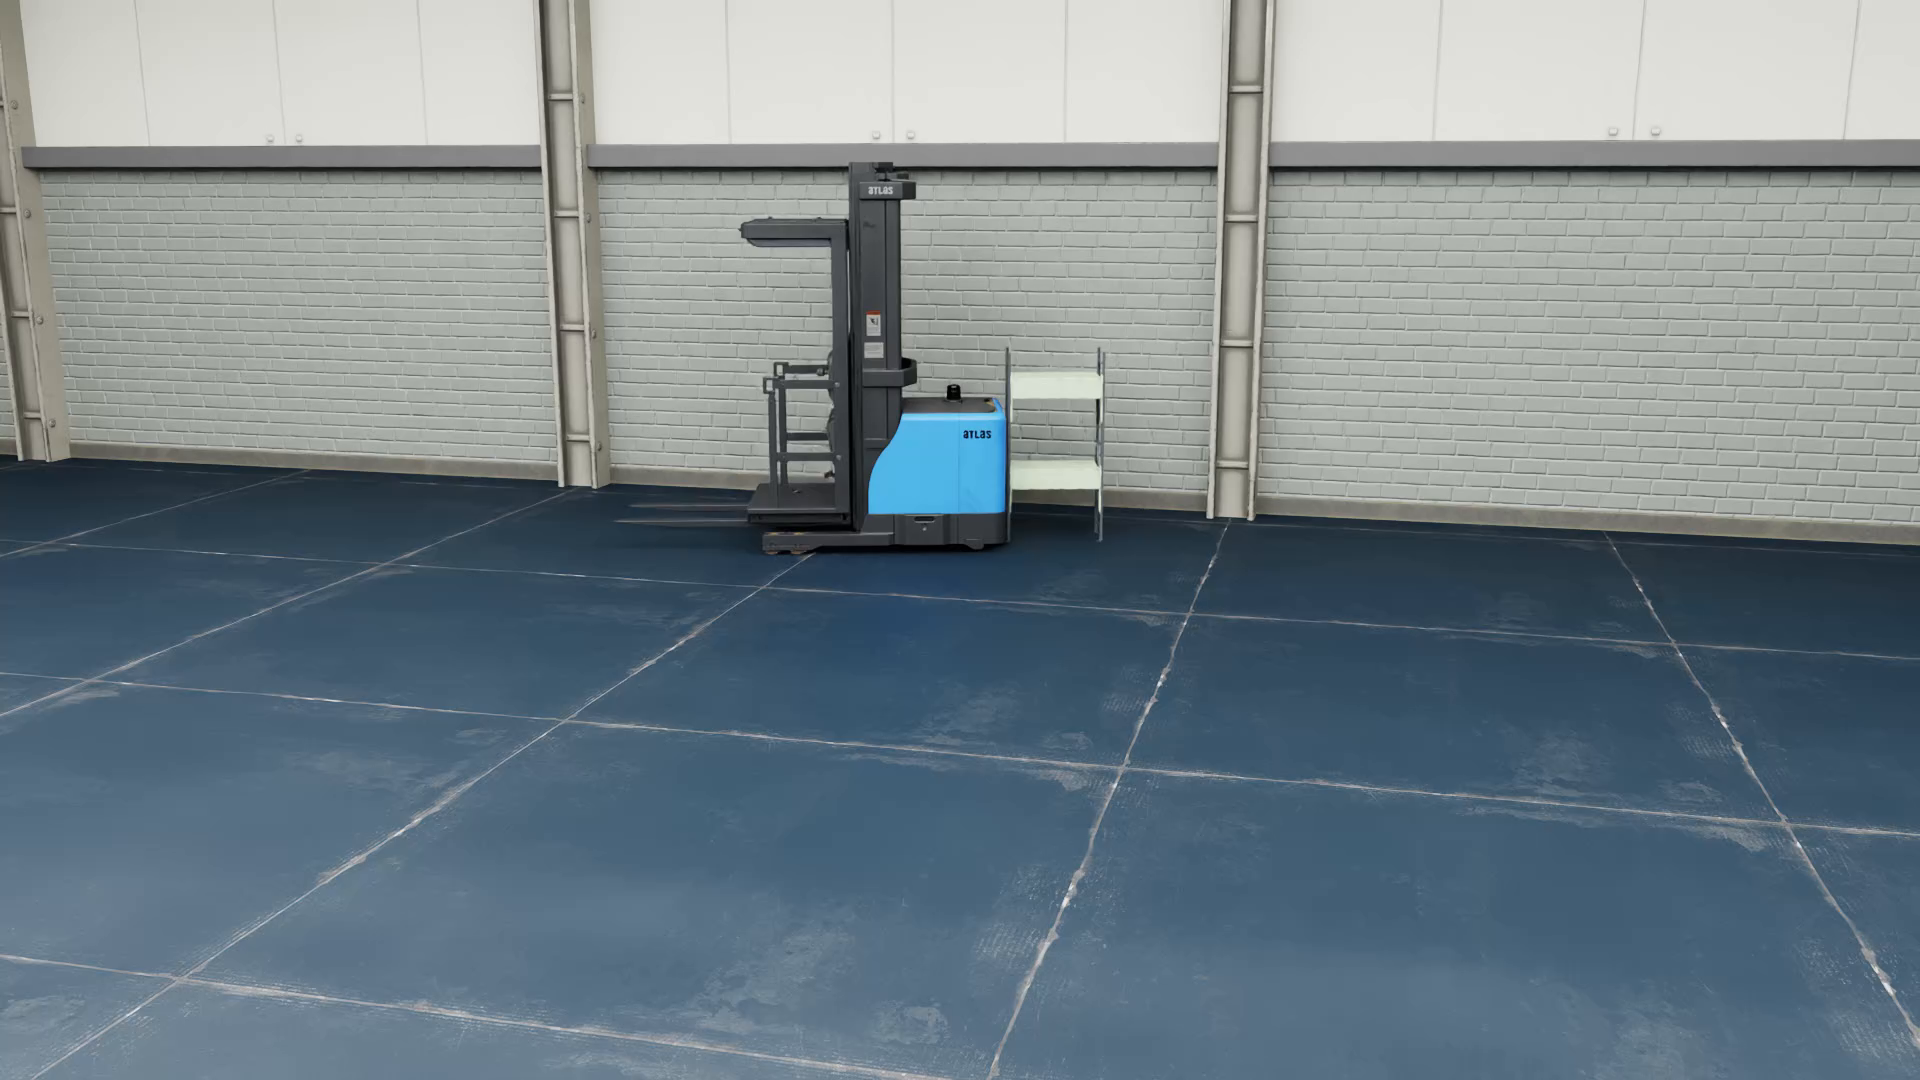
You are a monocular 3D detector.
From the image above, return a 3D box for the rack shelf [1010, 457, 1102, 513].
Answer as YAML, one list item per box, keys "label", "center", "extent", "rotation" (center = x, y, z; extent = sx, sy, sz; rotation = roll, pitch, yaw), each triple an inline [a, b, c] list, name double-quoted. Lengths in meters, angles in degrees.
- label: "rack shelf"
  center: [0.745, -0.443, 13.271]
  extent: [0.720, 0.370, 0.431]
  rotation: [0, 13, -2]

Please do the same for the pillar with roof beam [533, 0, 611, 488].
- label: "pillar with roof beam"
  center: [-4.542, -4.007, 10.519]
  extent: [0.400, 9.000, 9.100]
  rotation: [3, 13, 14]

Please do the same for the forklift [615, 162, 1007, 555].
- label: "forklift"
  center: [-1.164, -1.436, 12.938]
  extent: [3.031, 2.935, 1.130]
  rotation: [0, 13, -2]

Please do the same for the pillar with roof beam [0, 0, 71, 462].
- label: "pillar with roof beam"
  center: [-10.367, -4.318, 11.922]
  extent: [0.400, 9.000, 9.100]
  rotation: [3, 13, 14]

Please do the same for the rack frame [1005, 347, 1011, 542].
- label: "rack frame"
  center: [0.379, -0.759, 13.190]
  extent: [0.023, 1.500, 0.400]
  rotation: [0, 13, -2]

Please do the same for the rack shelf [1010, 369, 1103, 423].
- label: "rack shelf"
  center: [0.745, -1.142, 13.116]
  extent: [0.720, 0.370, 0.431]
  rotation: [0, 13, -2]

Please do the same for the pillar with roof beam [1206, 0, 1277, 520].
- label: "pillar with roof beam"
  center: [1.283, -3.696, 9.116]
  extent: [0.400, 9.000, 9.100]
  rotation: [3, 13, 14]

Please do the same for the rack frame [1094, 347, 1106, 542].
- label: "rack frame"
  center: [1.111, -0.763, 13.211]
  extent: [0.023, 1.500, 0.400]
  rotation: [0, 13, -2]

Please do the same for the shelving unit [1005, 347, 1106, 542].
- label: "shelving unit"
  center: [0.745, -0.761, 13.200]
  extent: [0.755, 1.500, 0.431]
  rotation: [0, 13, -2]
